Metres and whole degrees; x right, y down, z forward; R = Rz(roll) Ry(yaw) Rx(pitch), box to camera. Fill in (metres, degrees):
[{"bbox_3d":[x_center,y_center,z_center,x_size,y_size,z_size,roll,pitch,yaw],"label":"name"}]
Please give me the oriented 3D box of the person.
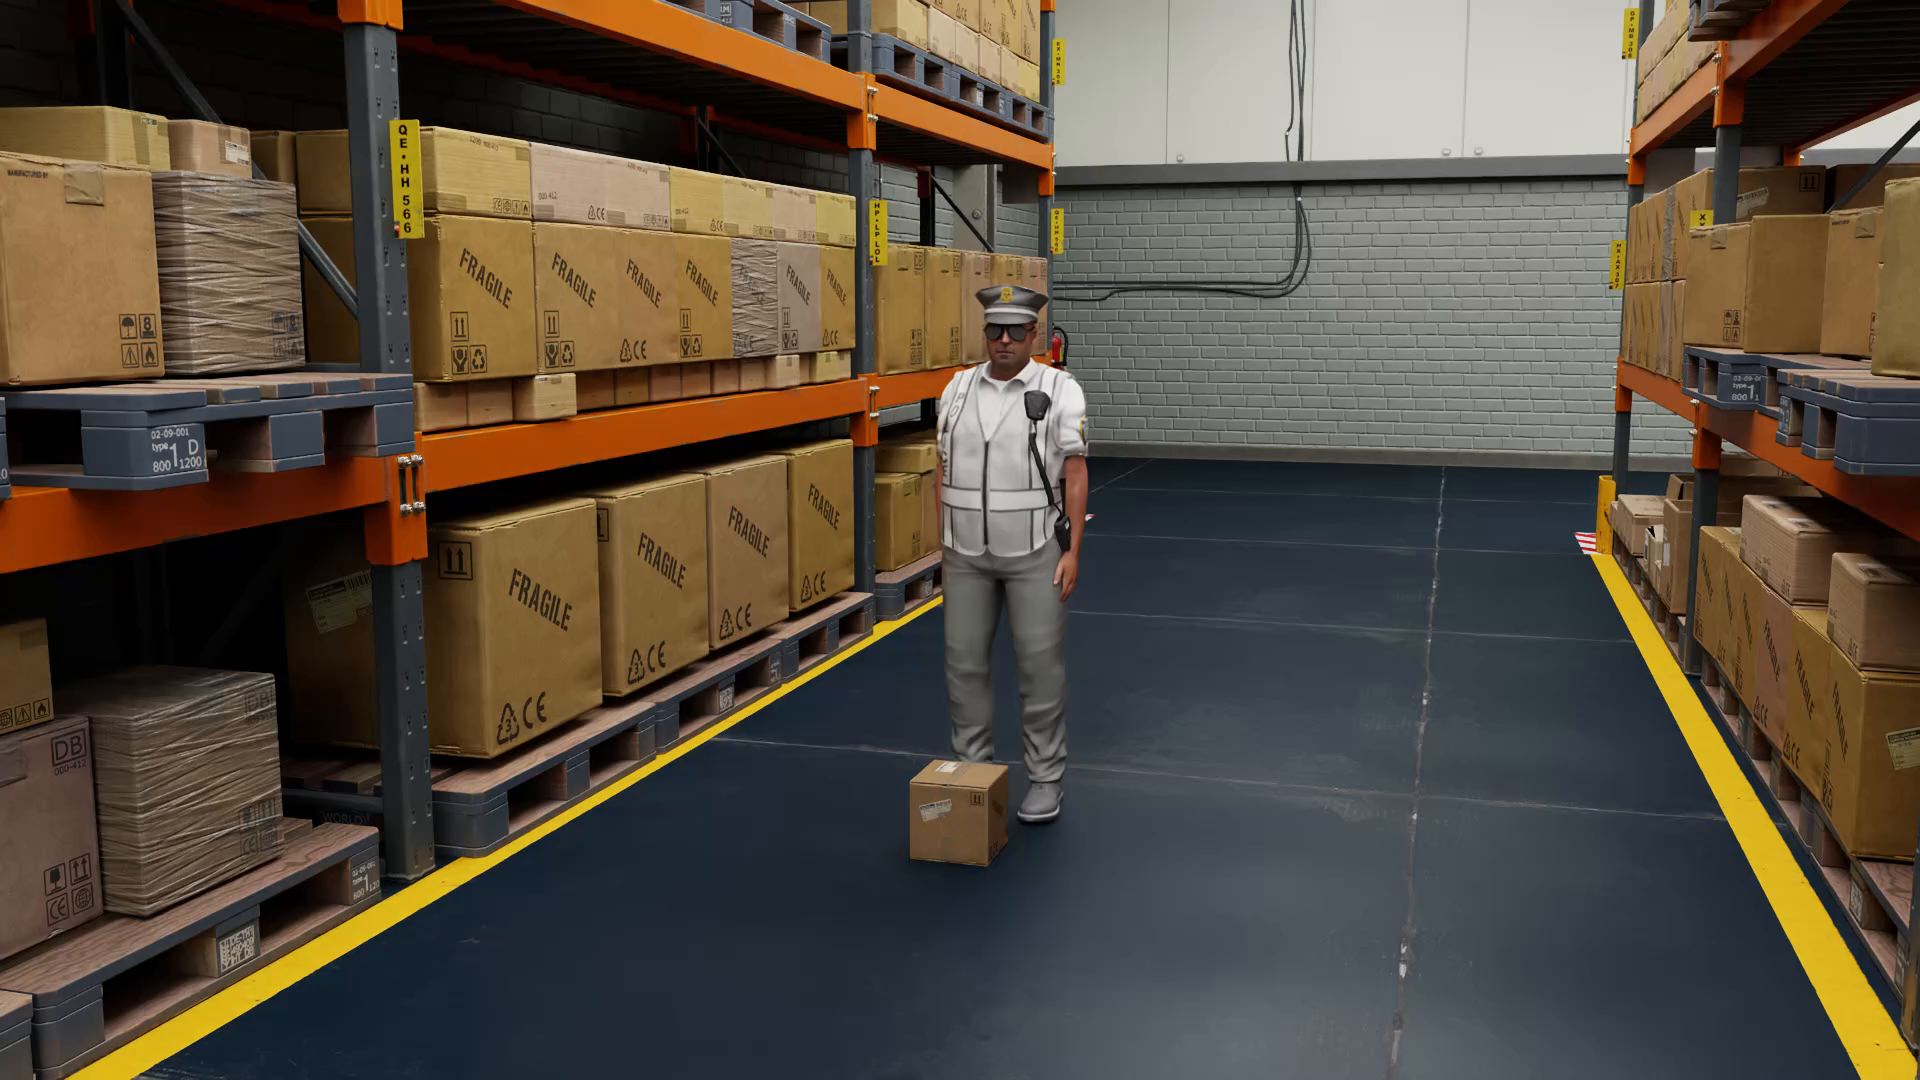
[{"bbox_3d":[0.168,0.118,5.518,0.578,1.614,0.630,3,9,17],"label":"person"}]
